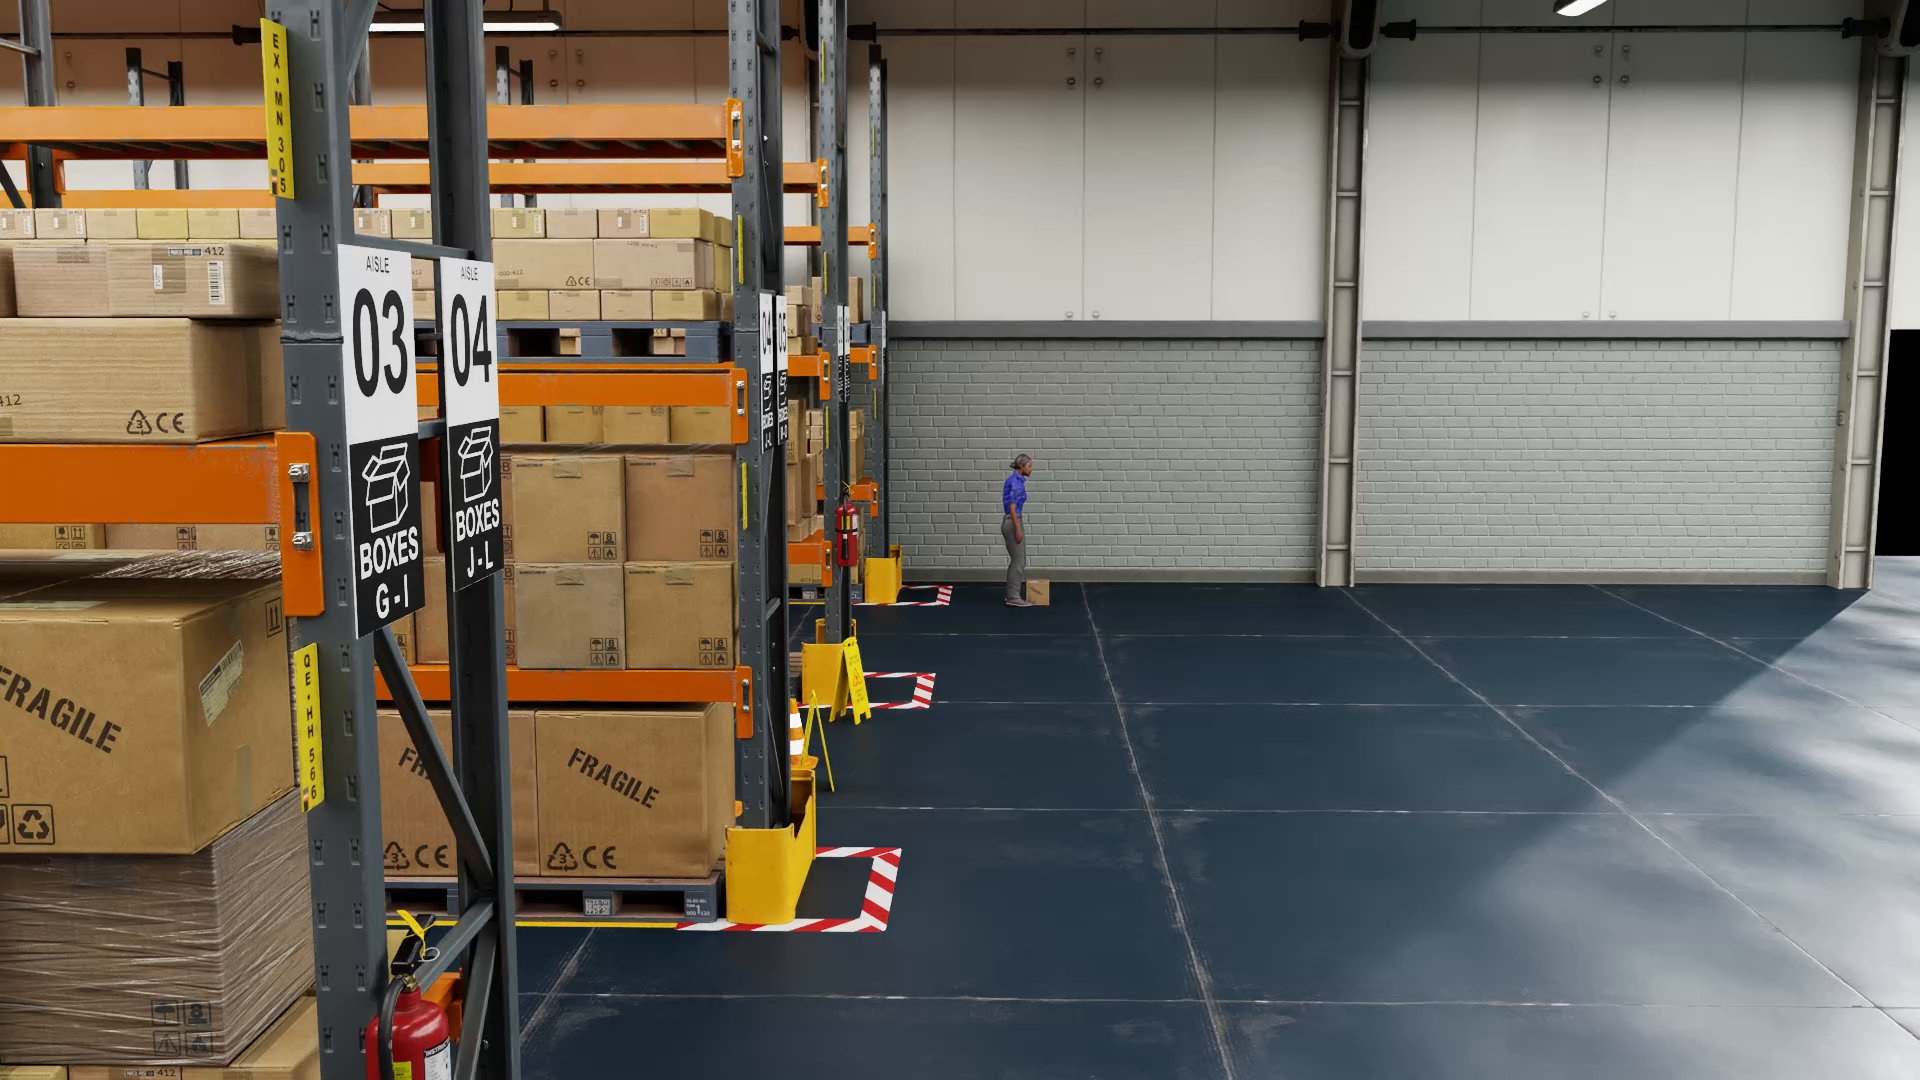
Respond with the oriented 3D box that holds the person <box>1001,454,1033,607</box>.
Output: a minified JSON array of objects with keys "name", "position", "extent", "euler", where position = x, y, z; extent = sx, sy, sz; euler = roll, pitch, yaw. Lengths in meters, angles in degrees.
[{"name":"person","position":[0.620,-0.118,18.217],"extent":[0.349,1.654,0.503],"euler":[0,7,1]}]
